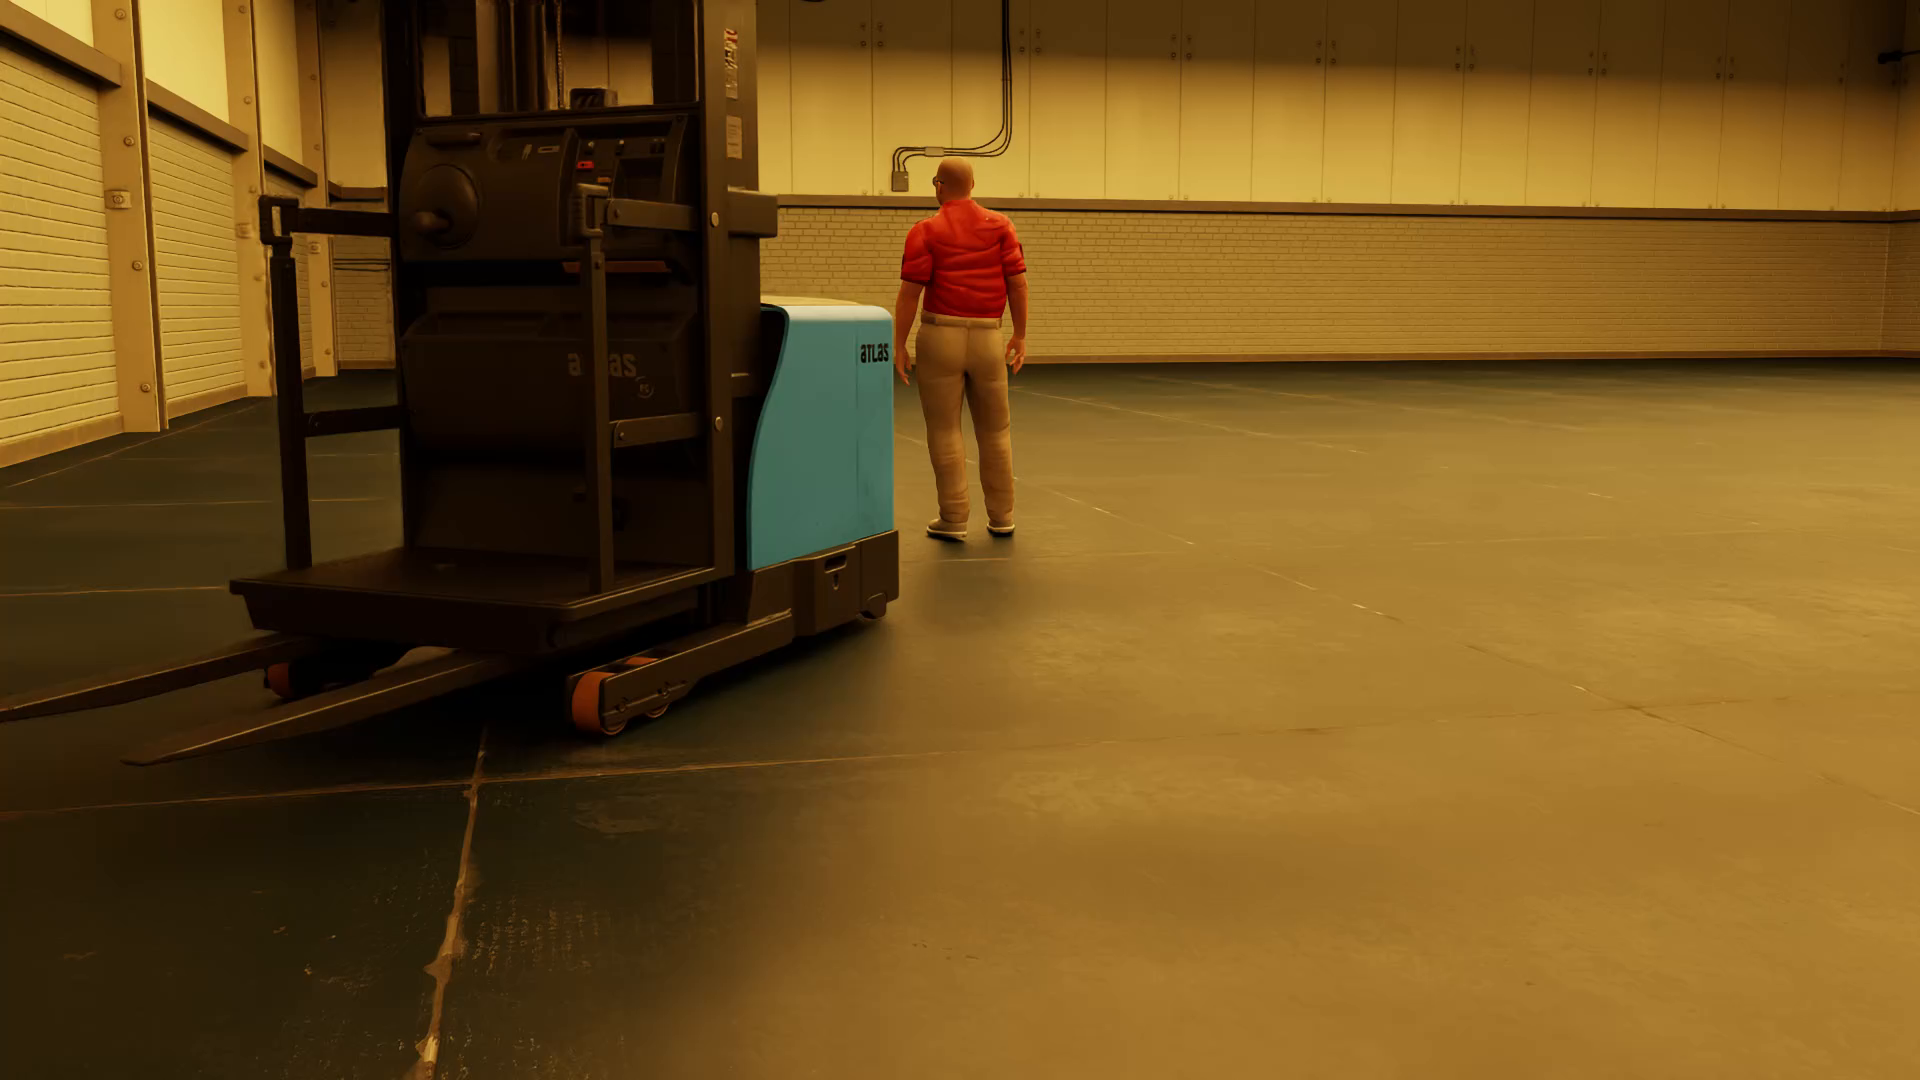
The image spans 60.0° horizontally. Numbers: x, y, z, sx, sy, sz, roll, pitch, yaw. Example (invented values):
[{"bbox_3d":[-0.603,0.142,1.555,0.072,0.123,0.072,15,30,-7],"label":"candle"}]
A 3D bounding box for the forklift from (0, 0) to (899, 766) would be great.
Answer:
[{"bbox_3d":[-1.251,-1.024,4.451,1.130,2.935,3.031,3,9,23],"label":"forklift"}]

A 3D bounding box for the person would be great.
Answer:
[{"bbox_3d":[-0.009,-0.876,7.675,0.640,1.727,0.551,-2,8,-13],"label":"person"}]
